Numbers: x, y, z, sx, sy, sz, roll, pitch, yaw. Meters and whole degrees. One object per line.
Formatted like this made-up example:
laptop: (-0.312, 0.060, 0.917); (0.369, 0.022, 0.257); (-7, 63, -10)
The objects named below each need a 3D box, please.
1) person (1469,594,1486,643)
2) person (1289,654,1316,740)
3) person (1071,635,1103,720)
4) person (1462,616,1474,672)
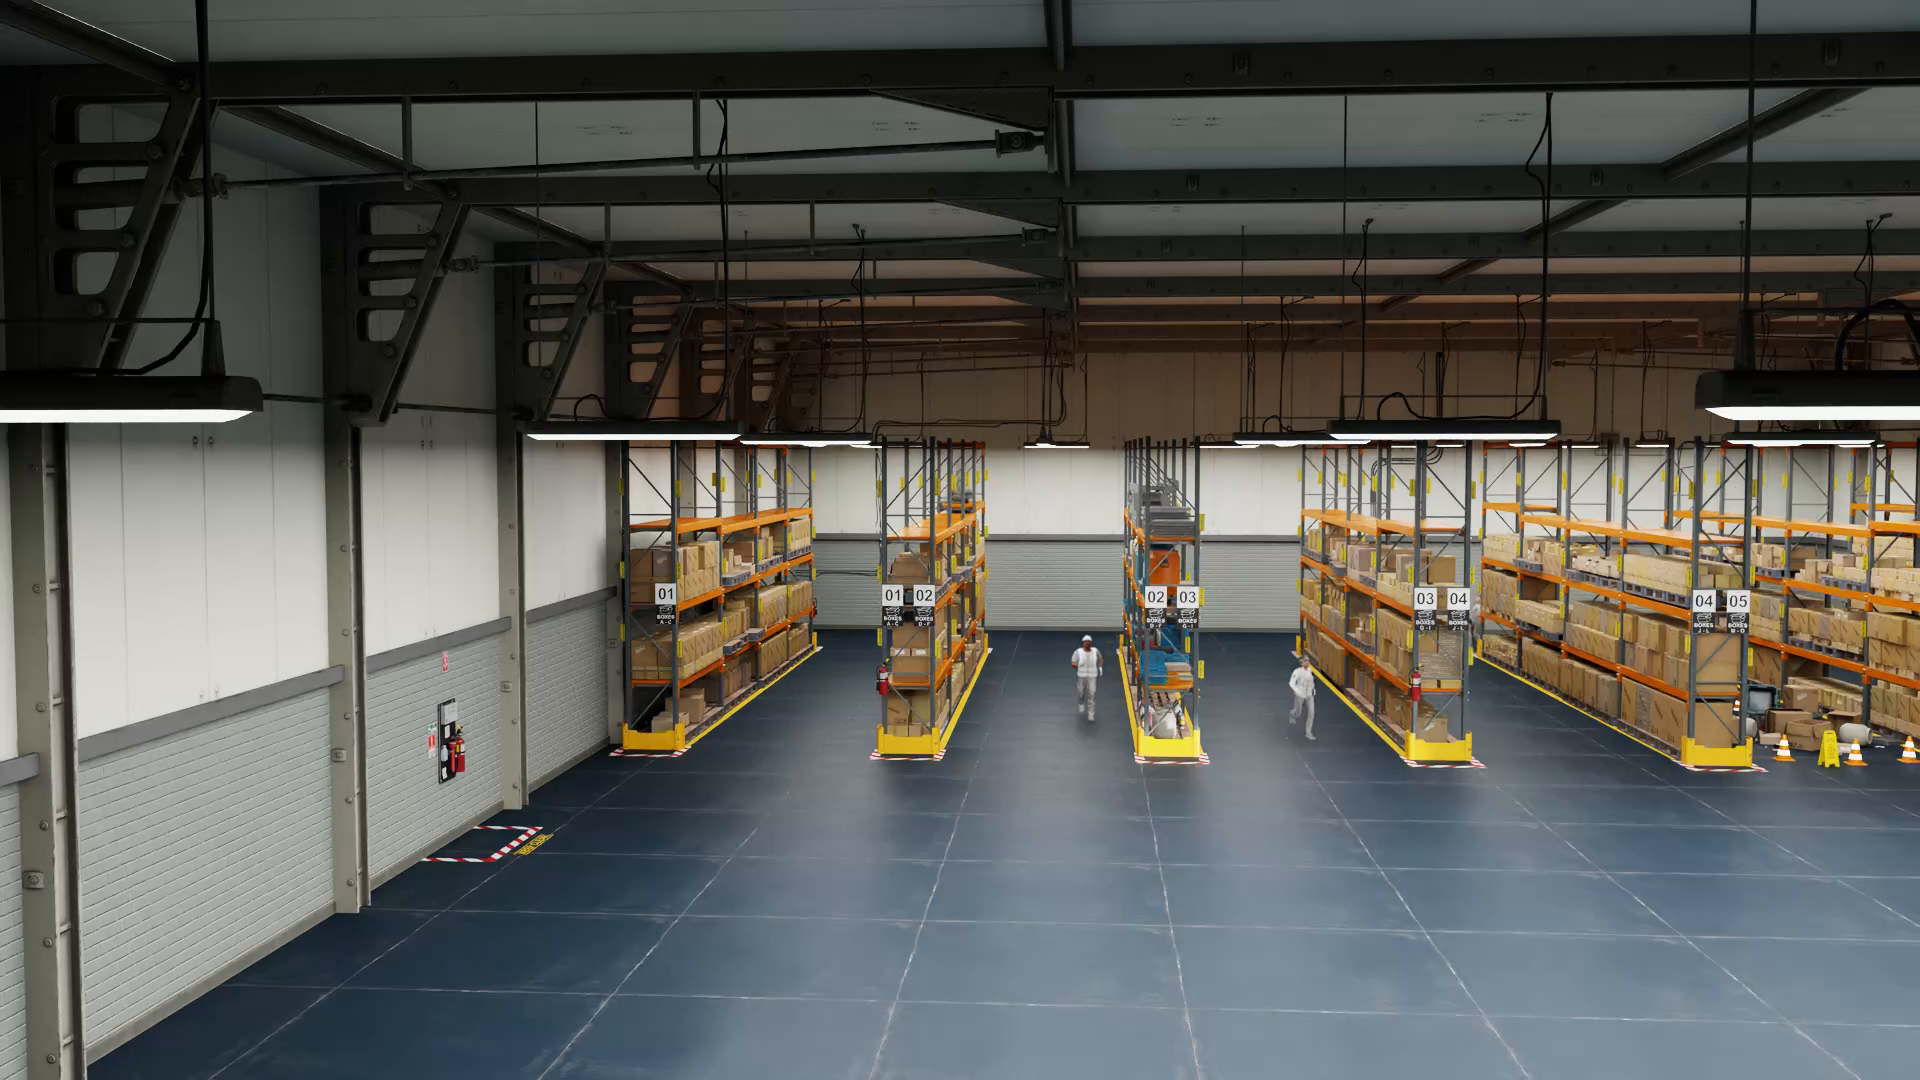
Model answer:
person: (14.749, 2.357, 47.724); (0.807, 1.627, 0.685); (1, 3, 18)
person: (6.892, 3.127, 33.394); (0.601, 1.687, 0.954); (-1, 3, -10)
person: (2.715, 2.915, 35.489); (0.694, 1.759, 0.979); (0, 3, 2)
person: (13.147, 2.573, 43.265); (0.554, 1.737, 0.672); (0, 3, 5)
